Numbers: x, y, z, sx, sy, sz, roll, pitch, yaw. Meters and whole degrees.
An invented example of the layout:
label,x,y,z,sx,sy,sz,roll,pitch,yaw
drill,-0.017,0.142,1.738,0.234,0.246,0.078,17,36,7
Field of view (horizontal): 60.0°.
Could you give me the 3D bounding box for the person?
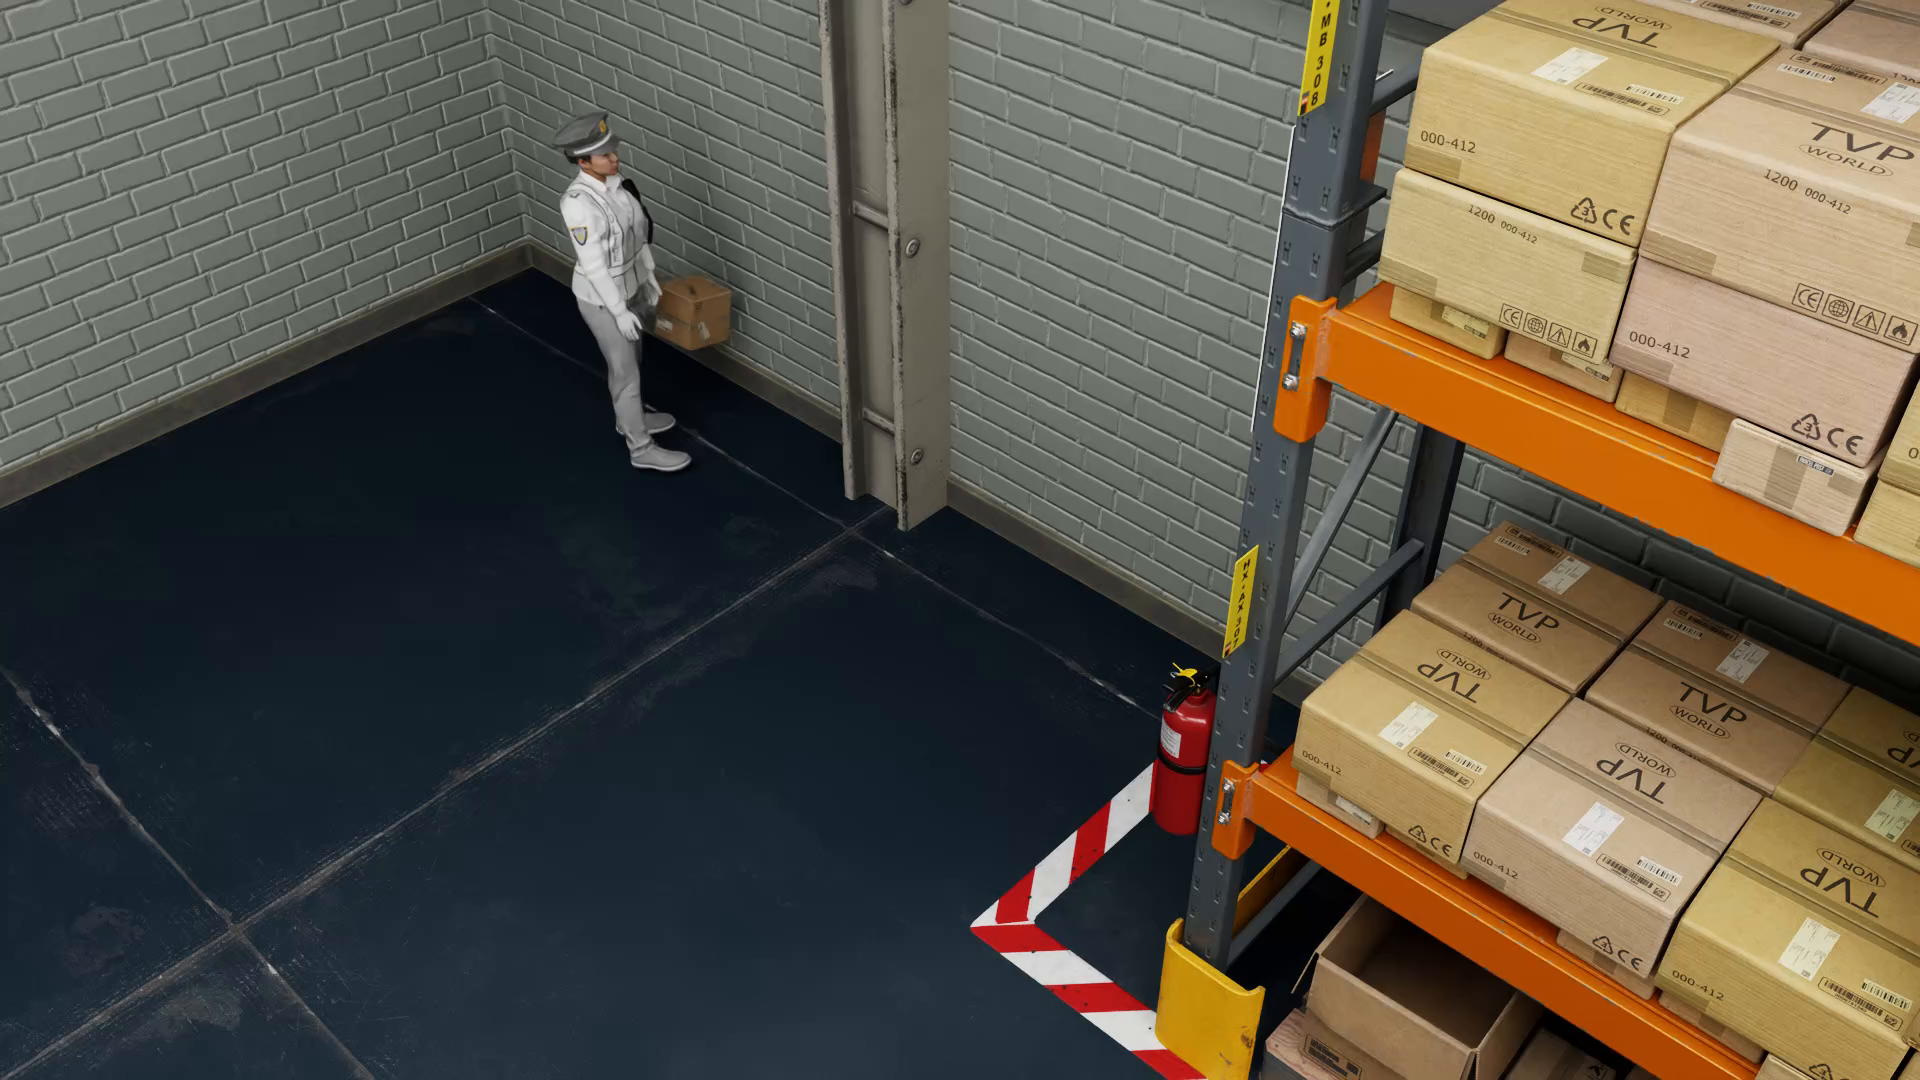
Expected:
label,x,y,z,sx,sy,sz,roll,pitch,yaw
person,-1.463,-1.103,7.434,0.476,1.696,0.512,9,40,10
